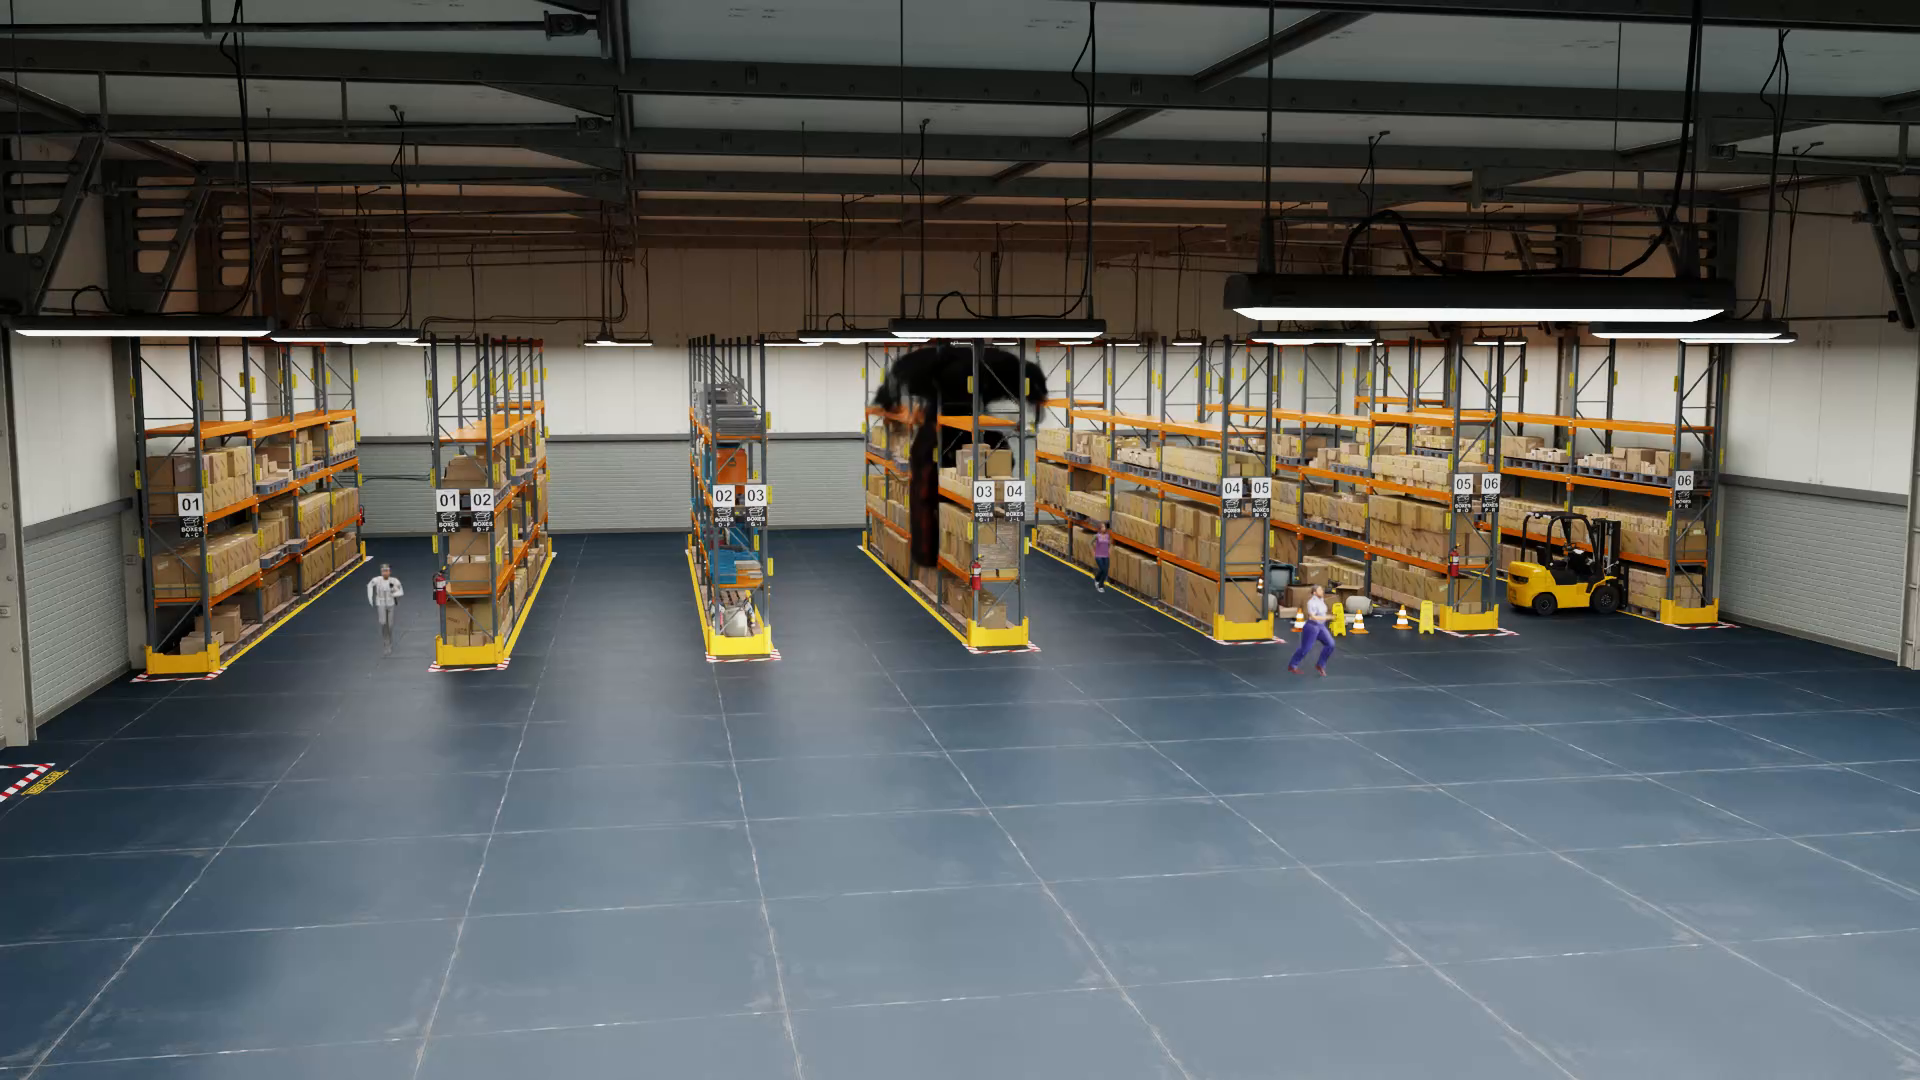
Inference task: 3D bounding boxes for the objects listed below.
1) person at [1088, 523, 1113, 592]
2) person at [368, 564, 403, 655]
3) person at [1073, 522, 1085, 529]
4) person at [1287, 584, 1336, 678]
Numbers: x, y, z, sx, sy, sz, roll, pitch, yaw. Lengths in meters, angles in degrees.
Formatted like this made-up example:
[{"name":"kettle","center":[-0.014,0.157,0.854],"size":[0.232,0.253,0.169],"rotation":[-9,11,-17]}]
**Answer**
[{"name":"person","center":[3.193,0.398,37.225],"size":[0.531,1.570,0.494],"rotation":[-2,7,-17]},{"name":"person","center":[-10.885,1.284,31.559],"size":[0.632,1.725,0.827],"rotation":[-2,7,-18]},{"name":"person","center":[3.655,-0.879,50.379],"size":[0.514,1.685,0.668],"rotation":[-4,7,-28]},{"name":"person","center":[6.194,1.588,29.090],"size":[0.858,1.669,0.611],"rotation":[5,8,38]}]
